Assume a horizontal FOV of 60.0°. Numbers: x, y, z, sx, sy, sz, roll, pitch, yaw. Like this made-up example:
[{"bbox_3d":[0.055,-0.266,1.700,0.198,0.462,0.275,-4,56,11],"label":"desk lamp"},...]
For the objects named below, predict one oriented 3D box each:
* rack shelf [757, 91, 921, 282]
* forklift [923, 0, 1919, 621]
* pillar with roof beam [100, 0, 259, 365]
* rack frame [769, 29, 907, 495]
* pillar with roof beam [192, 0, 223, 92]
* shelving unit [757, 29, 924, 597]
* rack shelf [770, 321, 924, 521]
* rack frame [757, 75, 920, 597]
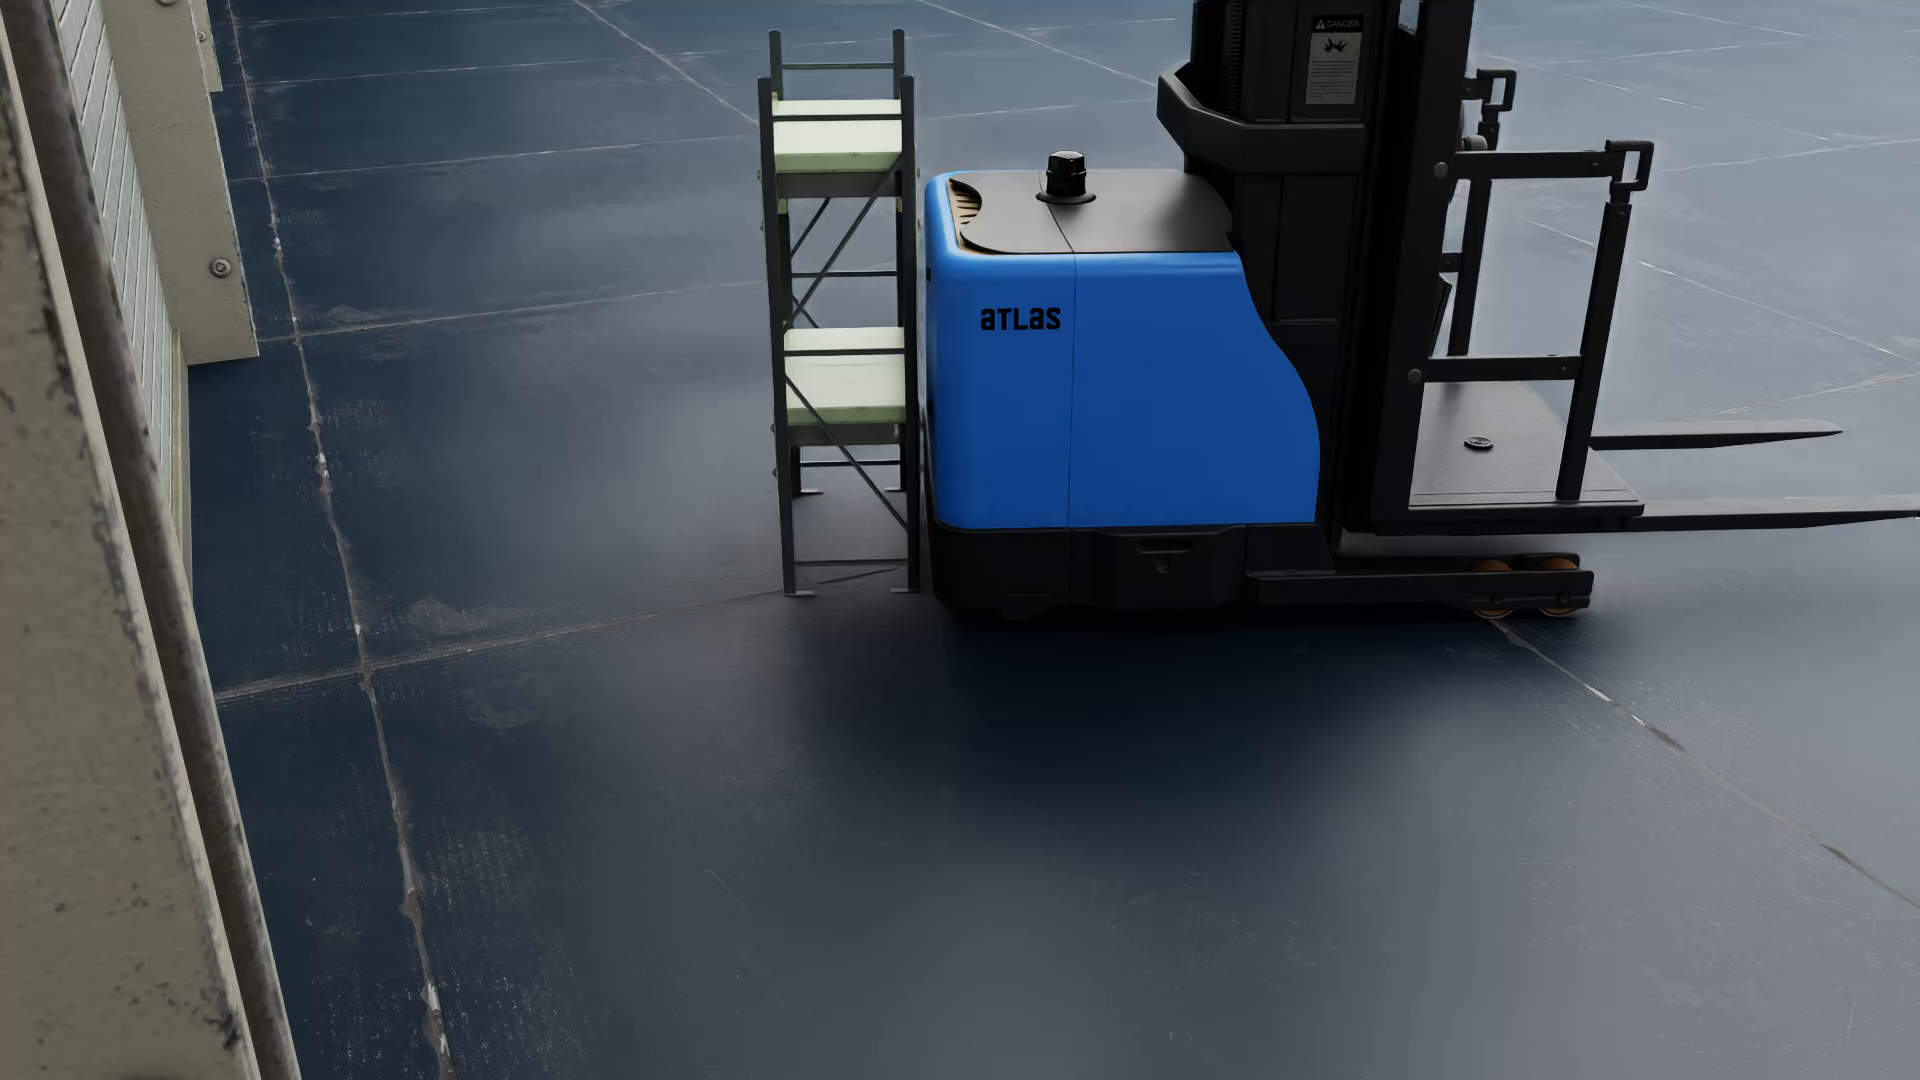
[{"bbox_3d":[-0.342,-1.026,4.753,0.431,0.370,0.720,-2,26,-3],"label":"rack shelf"},{"bbox_3d":[1.415,-1.321,4.615,3.031,2.935,1.130,-1,26,-3],"label":"forklift"},{"bbox_3d":[0.882,-5.587,6.436,9.100,9.000,0.400,-11,28,-21],"label":"pillar with roof beam"},{"bbox_3d":[-0.365,-0.836,5.252,0.400,1.500,0.023,-2,26,-3],"label":"rack frame"},{"bbox_3d":[-1.468,-8.009,11.397,9.100,9.000,0.400,-11,28,-21],"label":"pillar with roof beam"},{"bbox_3d":[-0.342,-0.675,4.924,0.431,1.500,0.755,-2,26,-3],"label":"shelving unit"},{"bbox_3d":[-0.342,-0.382,5.067,0.431,0.370,0.720,-2,26,-3],"label":"rack shelf"},{"bbox_3d":[-0.319,-0.515,4.596,0.400,1.500,0.023,-2,26,-3],"label":"rack frame"}]
